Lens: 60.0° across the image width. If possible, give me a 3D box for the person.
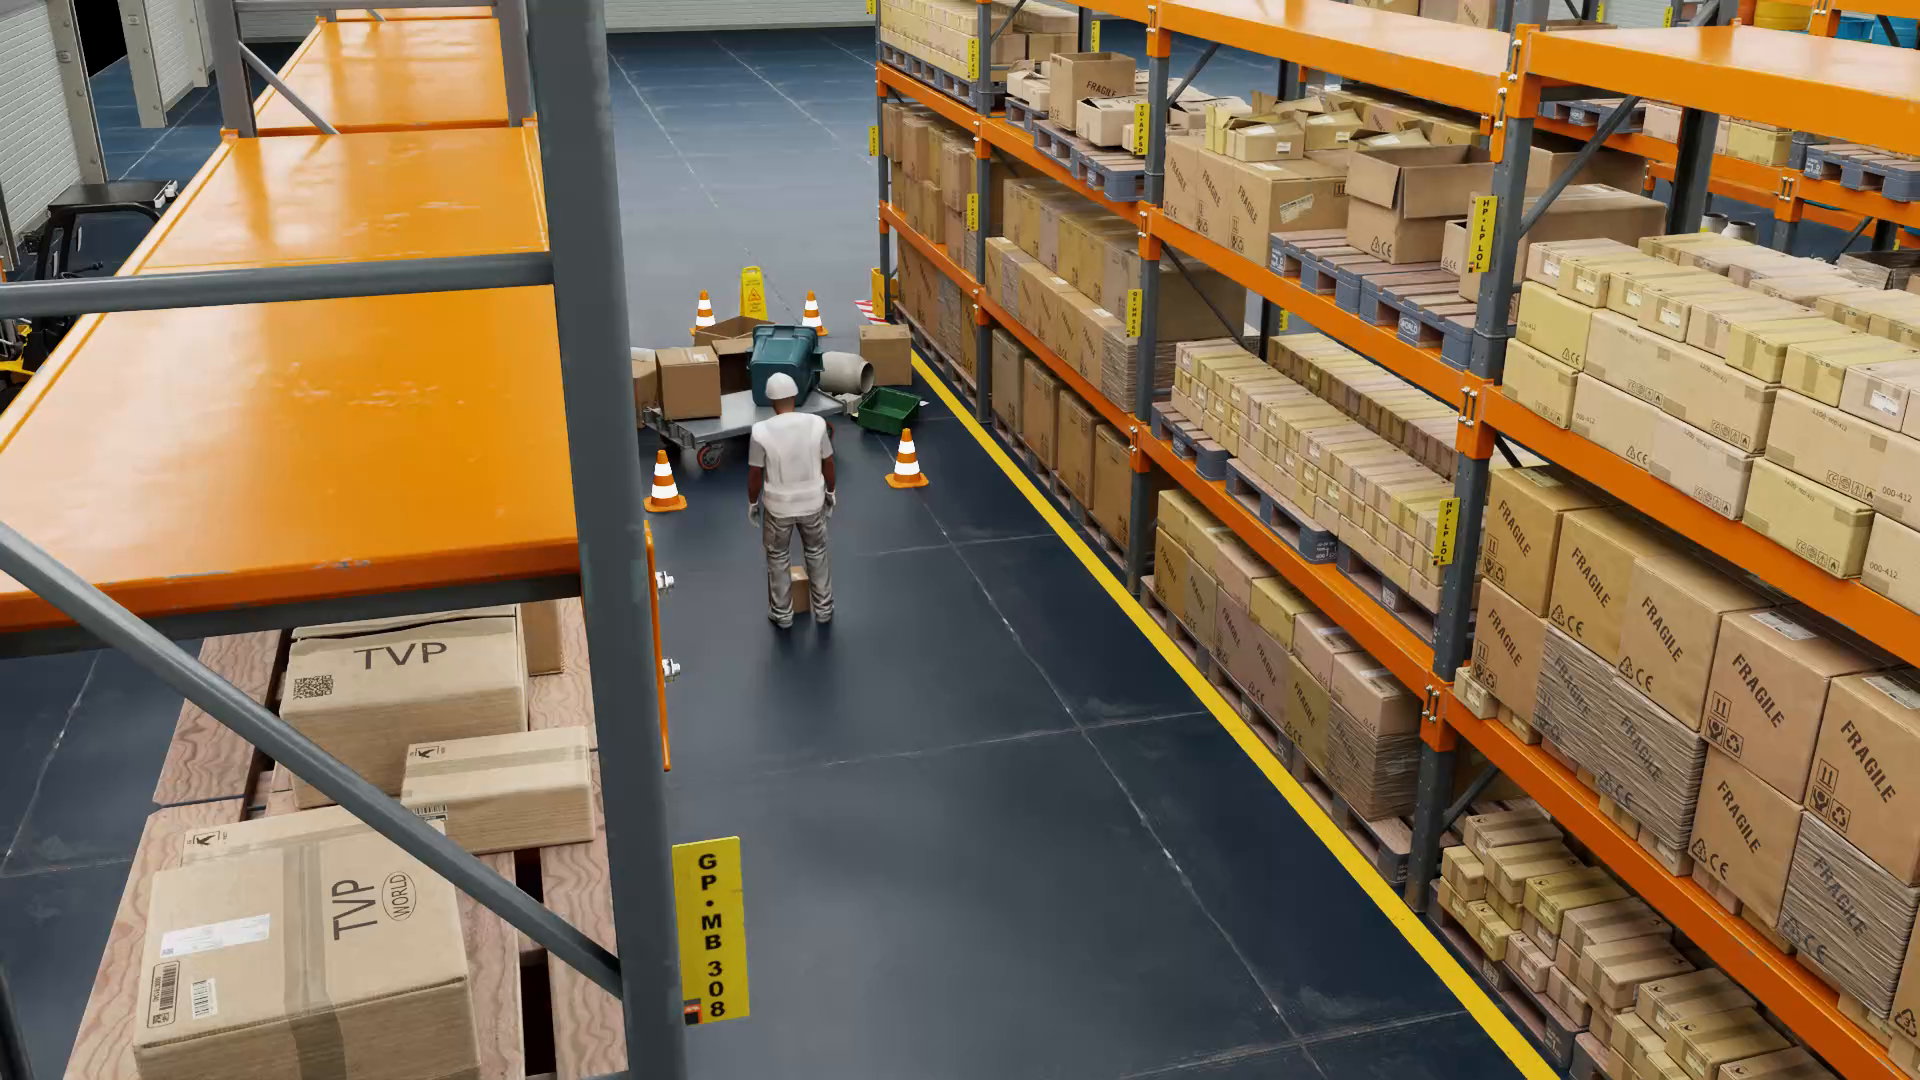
[{"bbox_3d":[-1.138,-0.260,11.278,0.616,1.772,0.452,-7,24,-17],"label":"person"}]
